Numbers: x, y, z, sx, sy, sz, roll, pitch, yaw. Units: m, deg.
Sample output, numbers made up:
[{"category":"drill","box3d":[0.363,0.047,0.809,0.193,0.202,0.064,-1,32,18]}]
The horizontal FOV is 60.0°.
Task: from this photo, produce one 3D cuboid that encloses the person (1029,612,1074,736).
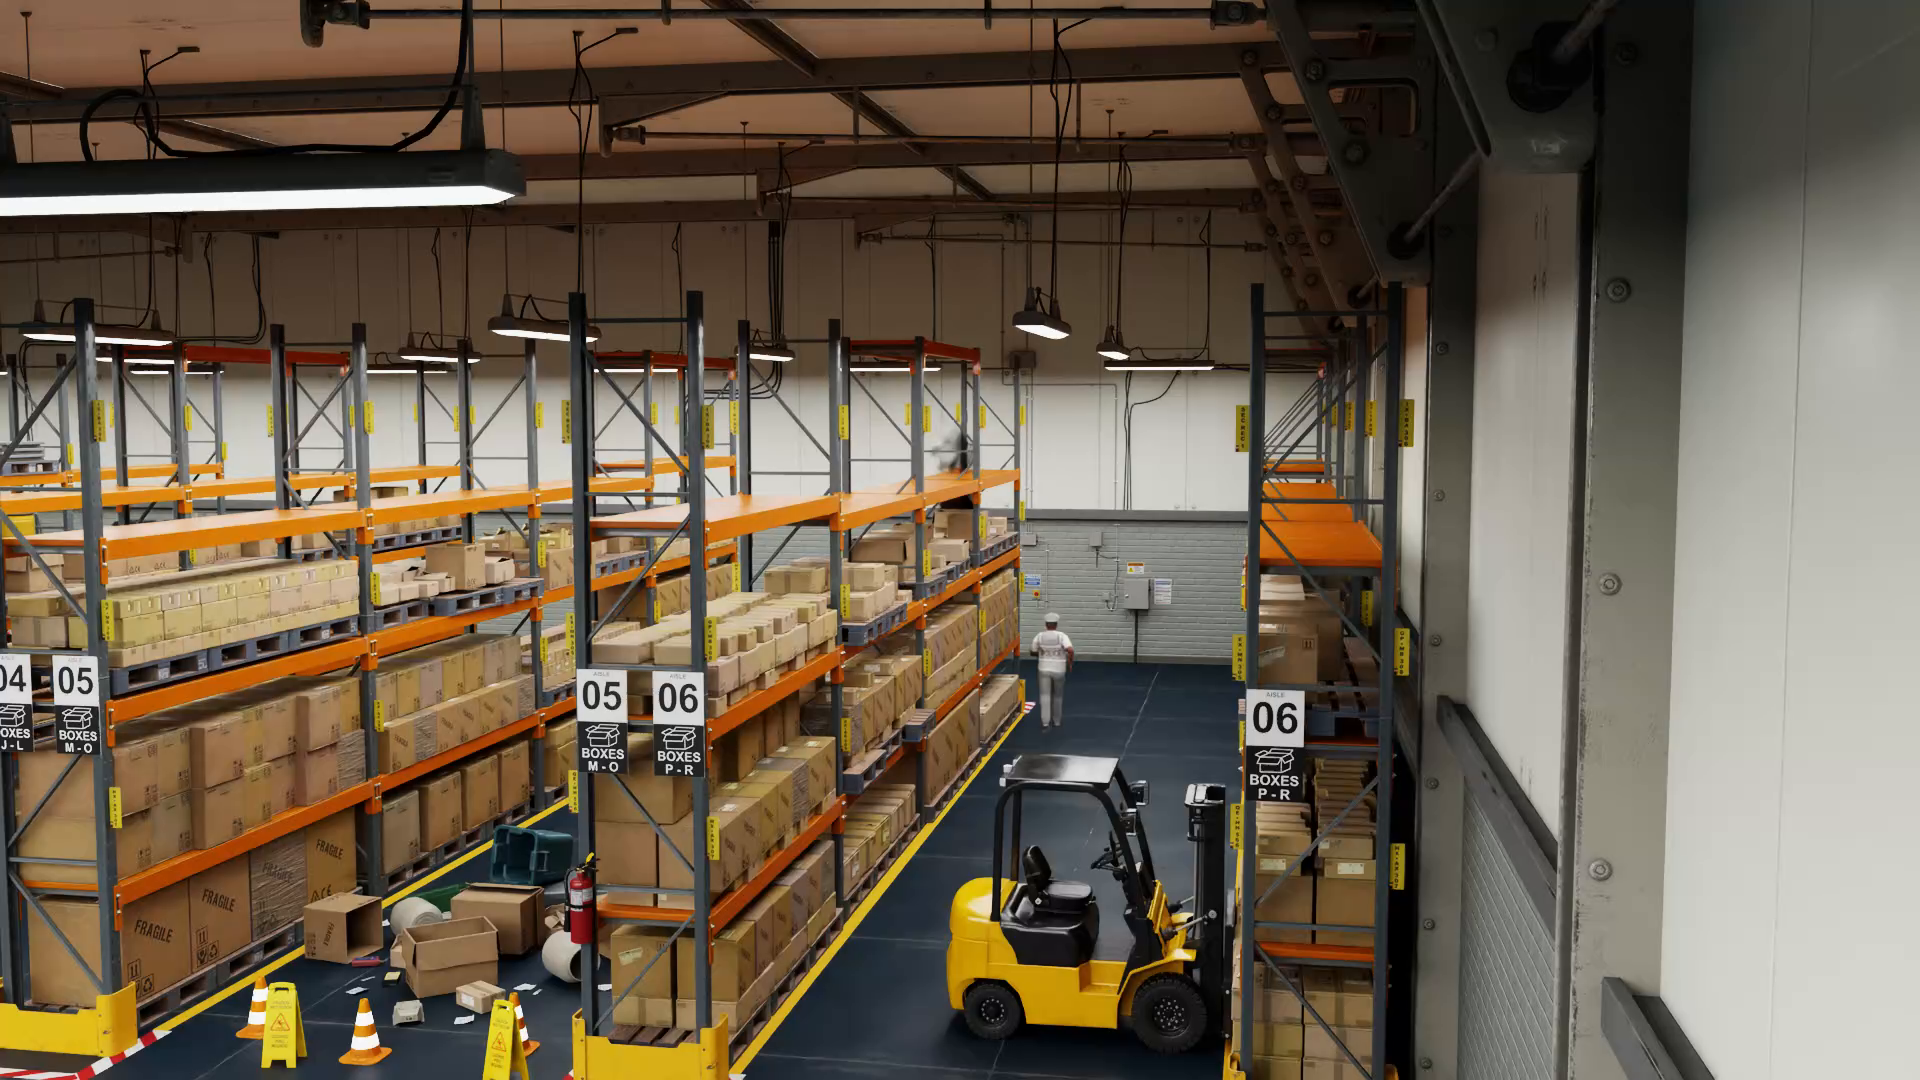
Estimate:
[{"category":"person","box3d":[1.367,1.992,24.842,0.662,1.827,0.926,0,5,2]}]
